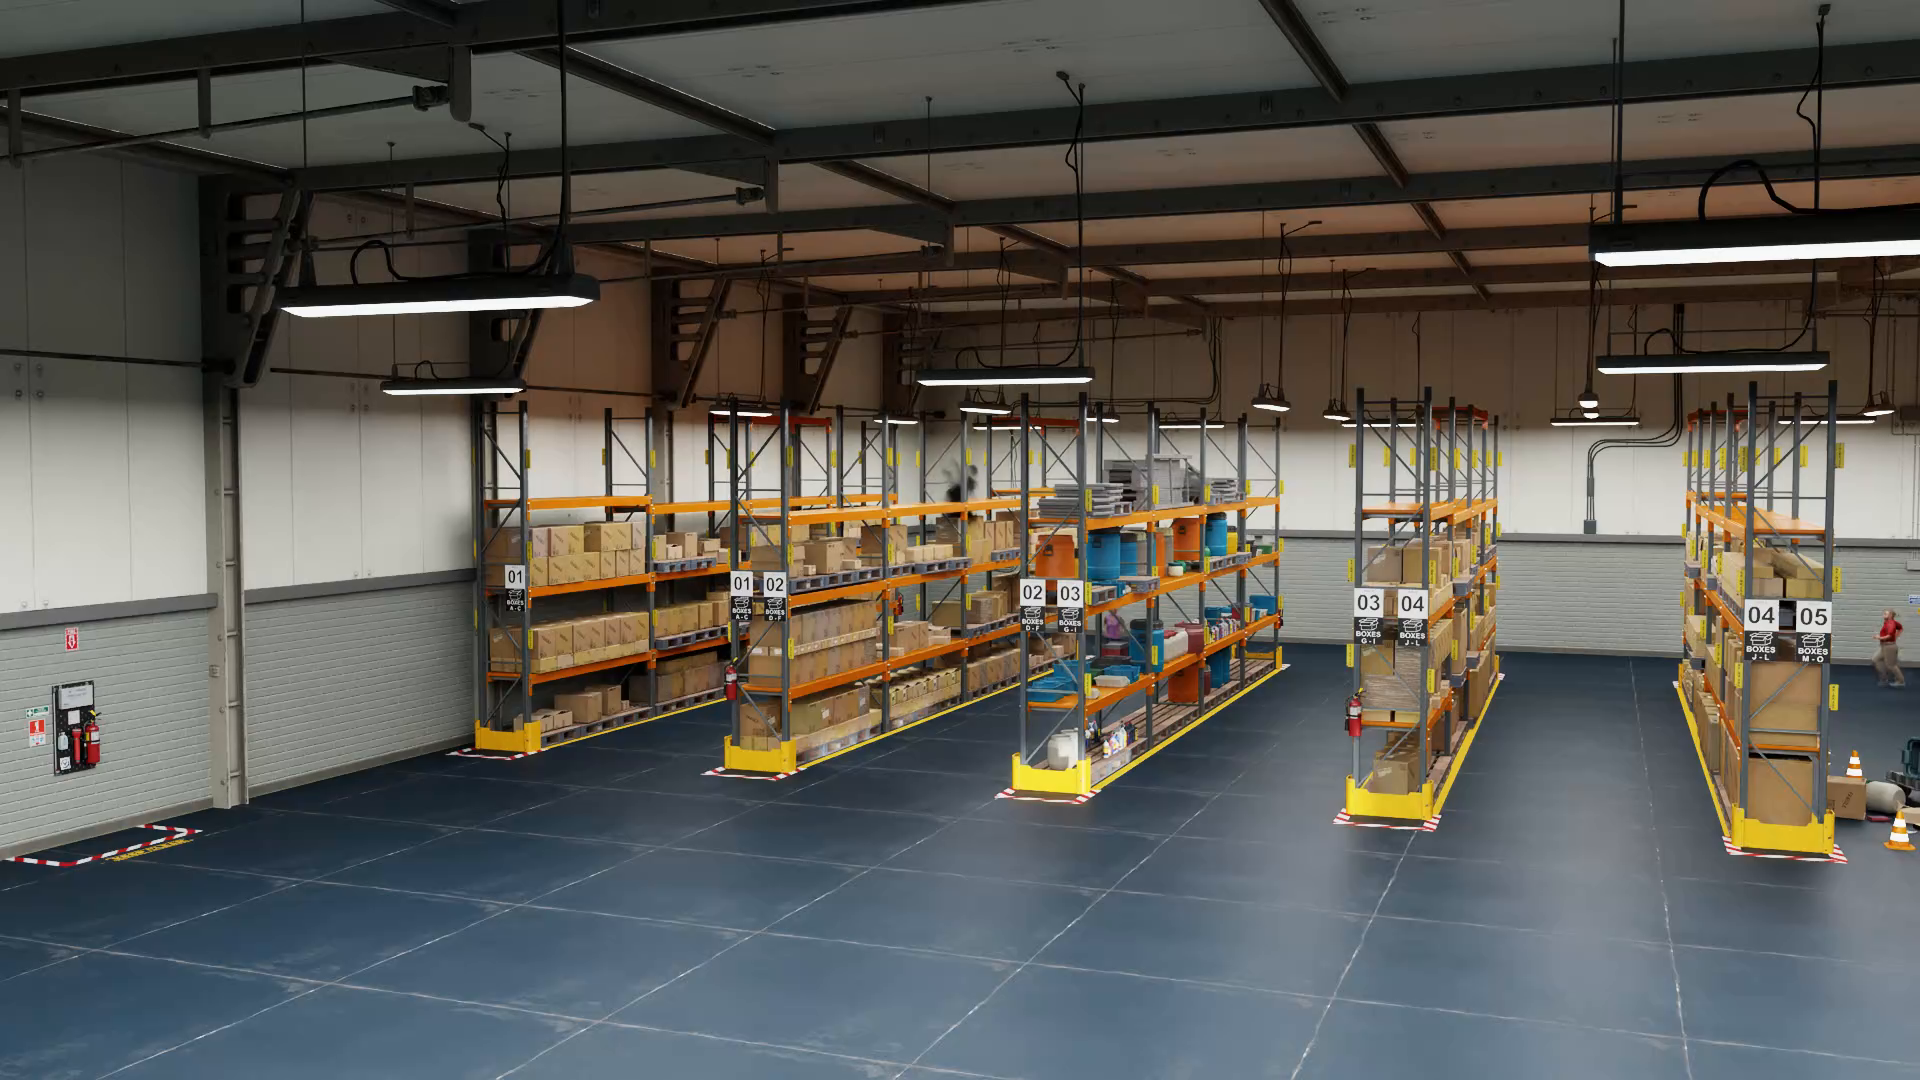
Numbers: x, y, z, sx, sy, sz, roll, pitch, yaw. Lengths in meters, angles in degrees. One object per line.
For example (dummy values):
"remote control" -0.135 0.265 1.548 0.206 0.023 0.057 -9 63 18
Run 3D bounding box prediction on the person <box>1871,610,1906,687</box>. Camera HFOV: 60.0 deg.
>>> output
"person" 20.284 2.399 36.273 0.662 1.753 0.660 1 3 22

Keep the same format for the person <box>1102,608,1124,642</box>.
"person" 3.631 2.314 39.242 0.524 1.562 0.880 1 3 19
